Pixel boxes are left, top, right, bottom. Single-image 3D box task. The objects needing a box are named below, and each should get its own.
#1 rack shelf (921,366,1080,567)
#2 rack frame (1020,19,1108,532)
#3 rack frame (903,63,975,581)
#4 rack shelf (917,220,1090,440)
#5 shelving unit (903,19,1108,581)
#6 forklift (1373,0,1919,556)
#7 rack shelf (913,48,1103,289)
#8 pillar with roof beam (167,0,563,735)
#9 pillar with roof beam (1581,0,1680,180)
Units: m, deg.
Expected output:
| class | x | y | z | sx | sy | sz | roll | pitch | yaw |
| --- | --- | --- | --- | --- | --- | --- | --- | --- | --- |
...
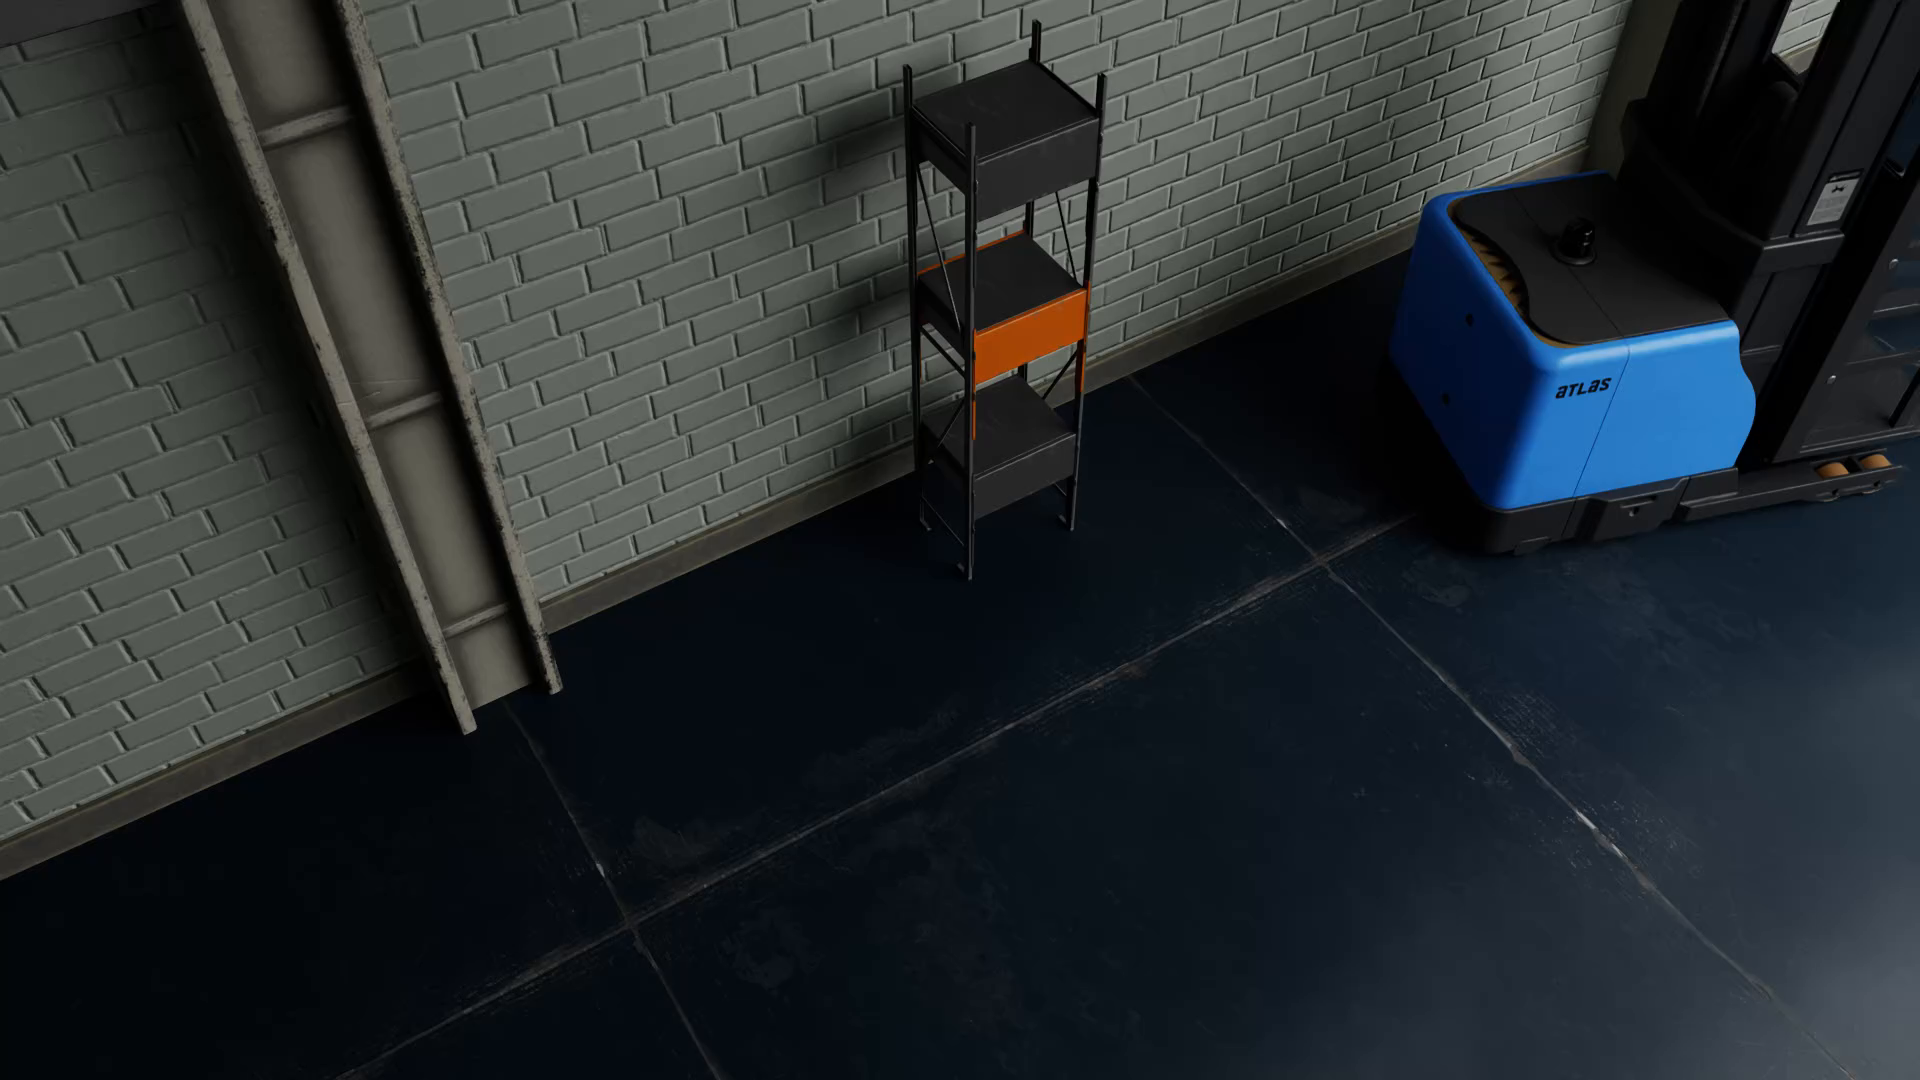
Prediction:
| class | x | y | z | sx | sy | sz | roll | pitch | yaw |
| --- | --- | --- | --- | --- | --- | --- | --- | --- | --- |
| rack shelf | 0.140 | -0.290 | 6.503 | 0.480 | 0.518 | 0.431 | -25 | 53 | -21 |
| rack frame | 0.346 | -0.862 | 6.057 | 0.015 | 2.100 | 0.400 | -25 | 53 | -21 |
| rack frame | -0.066 | -0.667 | 5.883 | 0.015 | 2.100 | 0.400 | -25 | 53 | -21 |
| rack shelf | 0.140 | -0.755 | 5.980 | 0.480 | 0.518 | 0.431 | -25 | 53 | -21 |
| shelving unit | 0.140 | -0.764 | 5.970 | 0.503 | 2.100 | 0.431 | -25 | 53 | -21 |
| forklift | 3.356 | -1.507 | 6.074 | 3.031 | 2.935 | 1.130 | -10 | 49 | -9 |
| rack shelf | 0.140 | -1.221 | 5.457 | 0.480 | 0.518 | 0.431 | -25 | 53 | -21 |
| pillar with roof beam | 0.570 | 0.263 | 0.435 | 0.400 | 9.000 | 9.100 | -25 | 53 | -21 |
| pillar with roof beam | 5.644 | -2.128 | 2.564 | 0.400 | 9.000 | 9.100 | -25 | 53 | -21 |
